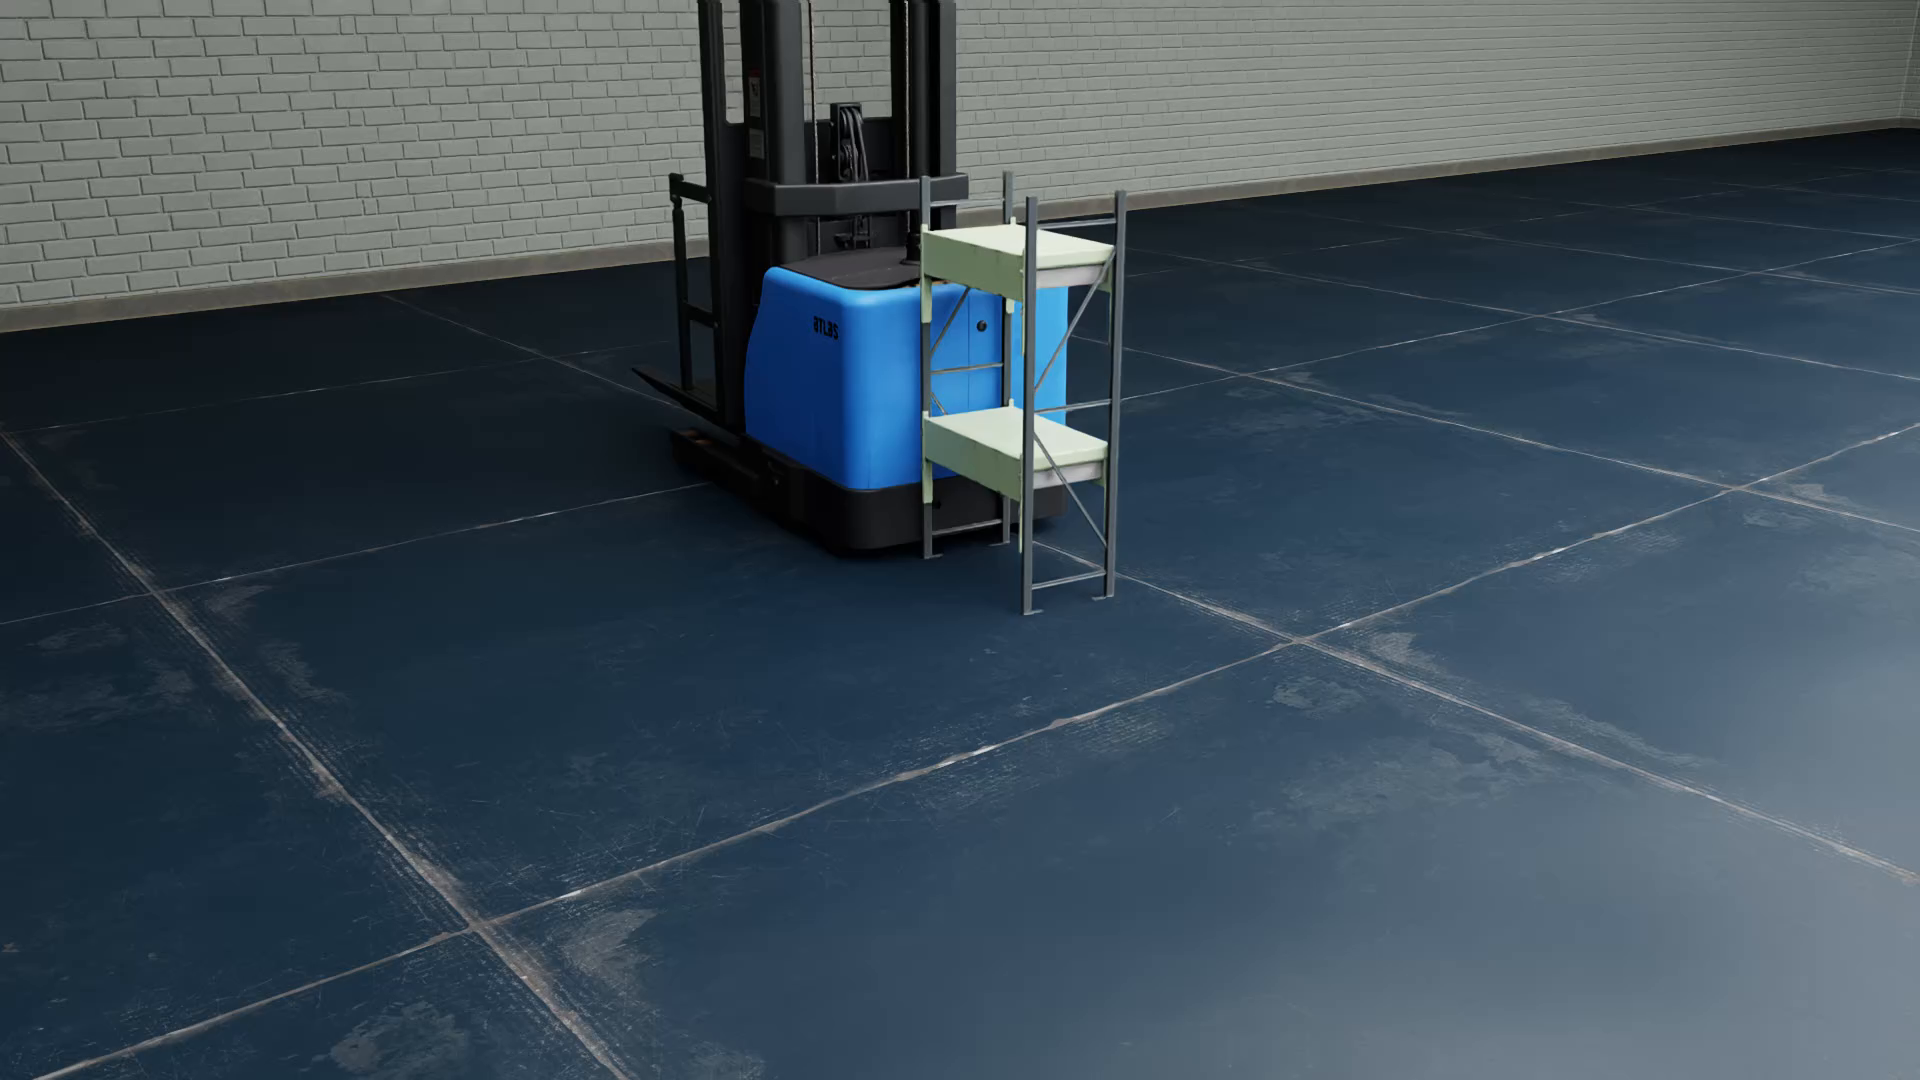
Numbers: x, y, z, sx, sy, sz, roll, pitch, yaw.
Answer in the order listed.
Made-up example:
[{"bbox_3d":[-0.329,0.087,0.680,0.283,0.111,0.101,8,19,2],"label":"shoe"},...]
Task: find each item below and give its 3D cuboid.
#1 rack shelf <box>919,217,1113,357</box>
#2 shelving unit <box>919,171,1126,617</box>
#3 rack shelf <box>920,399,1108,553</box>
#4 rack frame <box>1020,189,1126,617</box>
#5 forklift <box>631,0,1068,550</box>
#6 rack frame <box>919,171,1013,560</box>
[{"bbox_3d":[0.212,-0.937,6.065,0.431,0.370,0.720,-10,21,-29],"label":"rack shelf"},{"bbox_3d":[0.212,-0.567,6.188,0.431,1.500,0.755,-10,21,-29],"label":"shelving unit"},{"bbox_3d":[0.212,-0.257,6.290,0.431,0.370,0.720,-10,21,-29],"label":"rack shelf"},{"bbox_3d":[0.397,-0.467,5.888,0.400,1.500,0.023,-10,21,-29],"label":"rack frame"},{"bbox_3d":[-0.727,-1.766,7.534,1.130,2.935,3.031,-10,21,-29],"label":"forklift"},{"bbox_3d":[0.026,-0.666,6.487,0.400,1.500,0.023,-10,21,-29],"label":"rack frame"}]
